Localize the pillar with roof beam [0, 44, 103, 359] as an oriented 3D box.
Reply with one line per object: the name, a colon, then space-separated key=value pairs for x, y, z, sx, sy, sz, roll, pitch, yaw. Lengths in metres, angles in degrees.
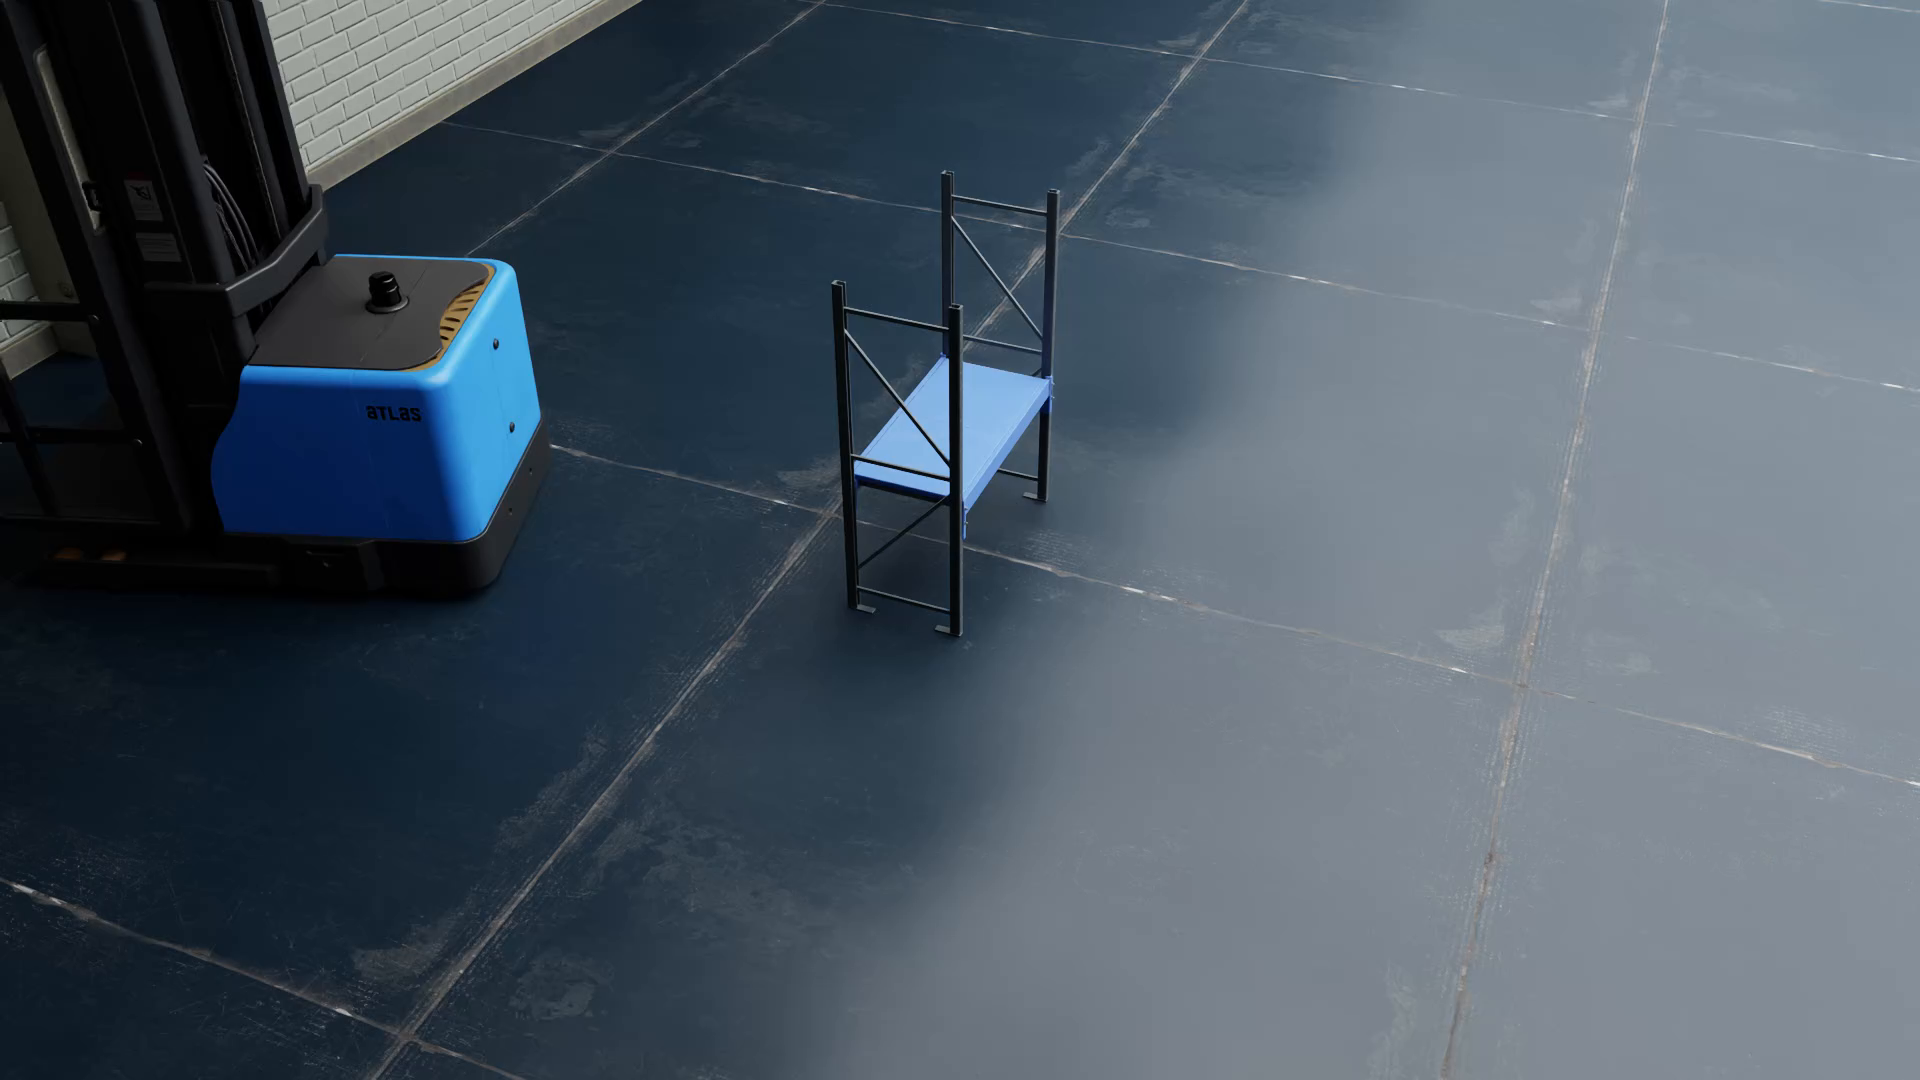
pillar with roof beam: x=-0.464 y=-3.690 z=4.671 sx=9.100 sy=9.000 sz=0.400 roll=14 pitch=39 yaw=18

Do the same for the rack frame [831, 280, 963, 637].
rack frame: x=-0.226 y=-0.272 z=6.361 sx=0.500 sy=1.500 sz=0.032 roll=14 pitch=39 yaw=18

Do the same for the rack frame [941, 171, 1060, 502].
rack frame: x=0.161 y=-0.835 z=7.114 sx=0.500 sy=1.500 sz=0.032 roll=14 pitch=39 yaw=18

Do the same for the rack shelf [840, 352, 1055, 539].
rack shelf: x=-0.032 y=-0.409 z=6.845 sx=0.538 sy=0.185 sz=1.000 roll=14 pitch=39 yaw=18

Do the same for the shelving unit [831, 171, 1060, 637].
shelving unit: x=-0.032 y=-0.554 z=6.738 sx=0.538 sy=1.500 sz=1.048 roll=14 pitch=39 yaw=18

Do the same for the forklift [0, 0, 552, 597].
forklift: x=-3.409 y=-1.283 z=6.518 sx=3.031 sy=2.935 sz=1.130 roll=2 pitch=37 yaw=3
